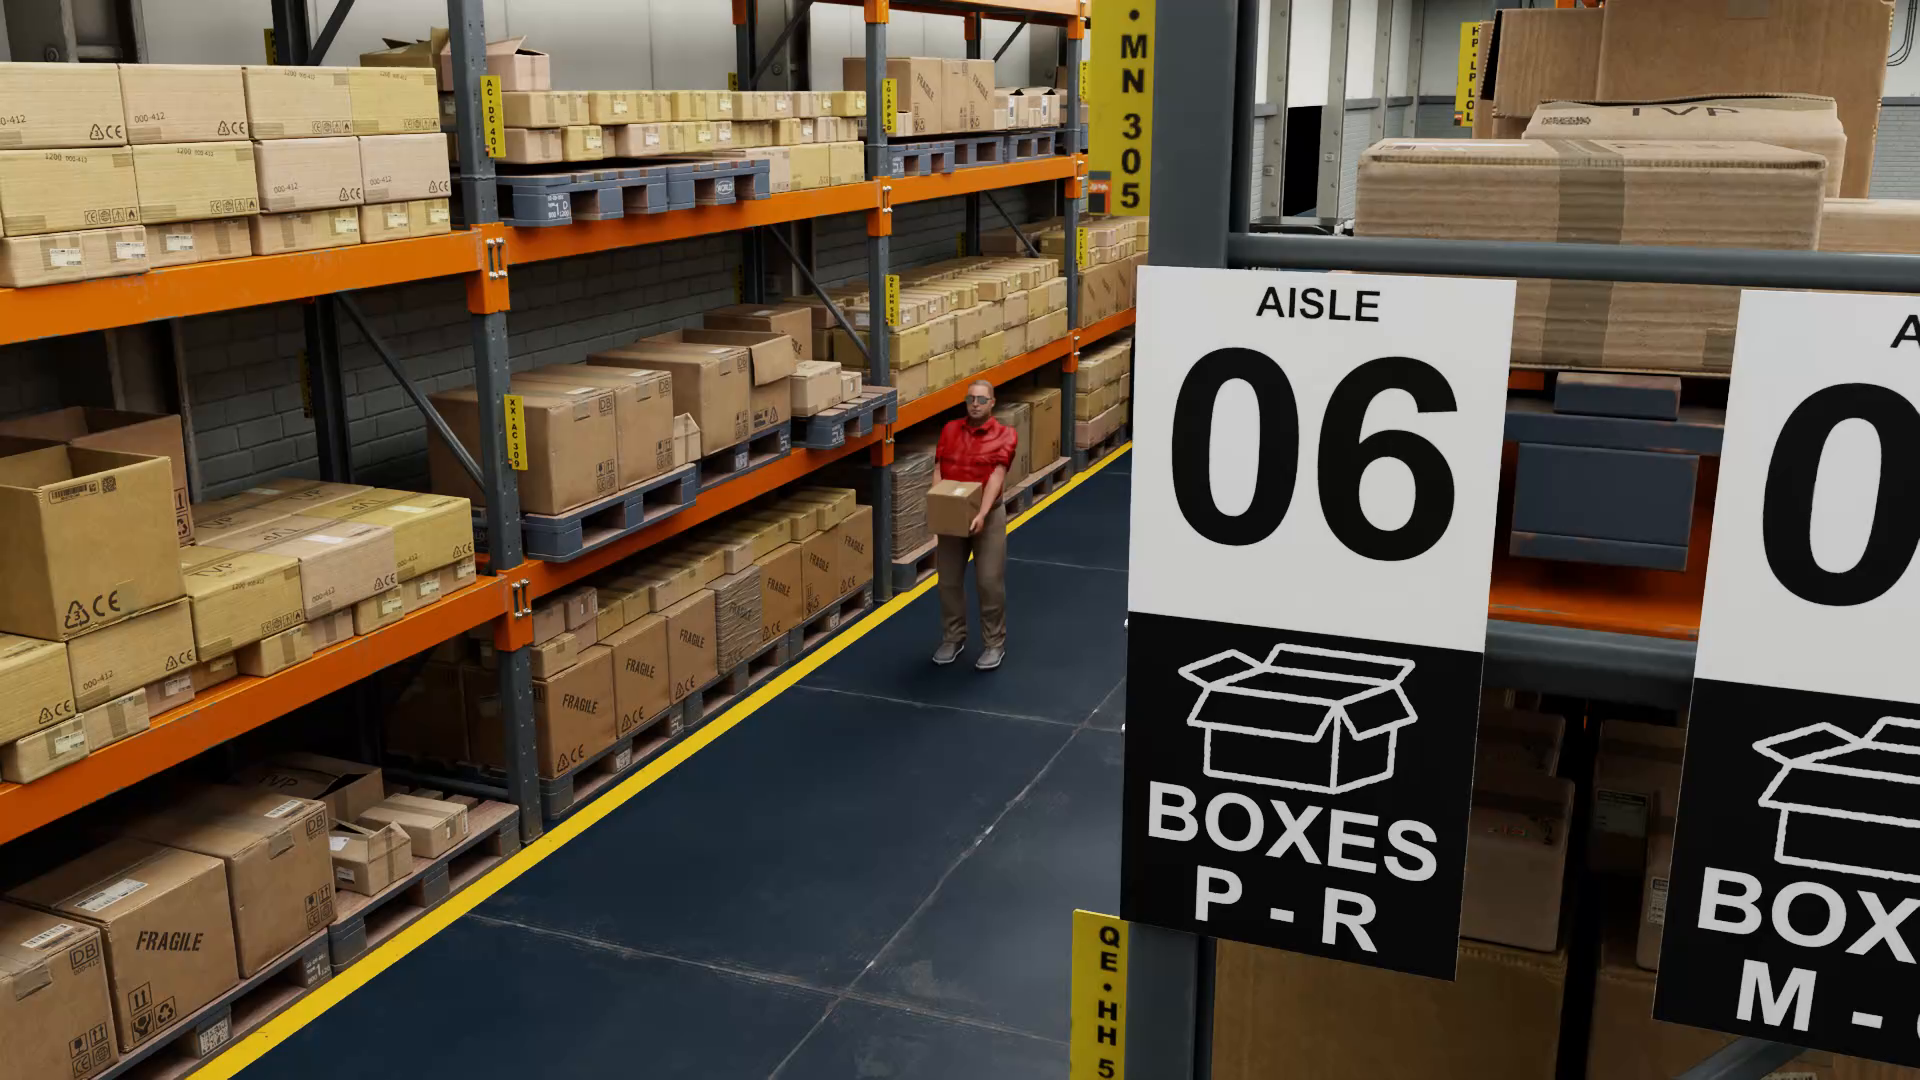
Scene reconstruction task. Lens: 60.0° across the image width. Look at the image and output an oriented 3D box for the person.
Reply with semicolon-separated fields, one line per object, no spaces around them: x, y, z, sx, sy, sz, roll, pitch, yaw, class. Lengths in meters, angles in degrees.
0.053;-0.078;9.862;0.494;1.717;0.530;6;17;22;person
